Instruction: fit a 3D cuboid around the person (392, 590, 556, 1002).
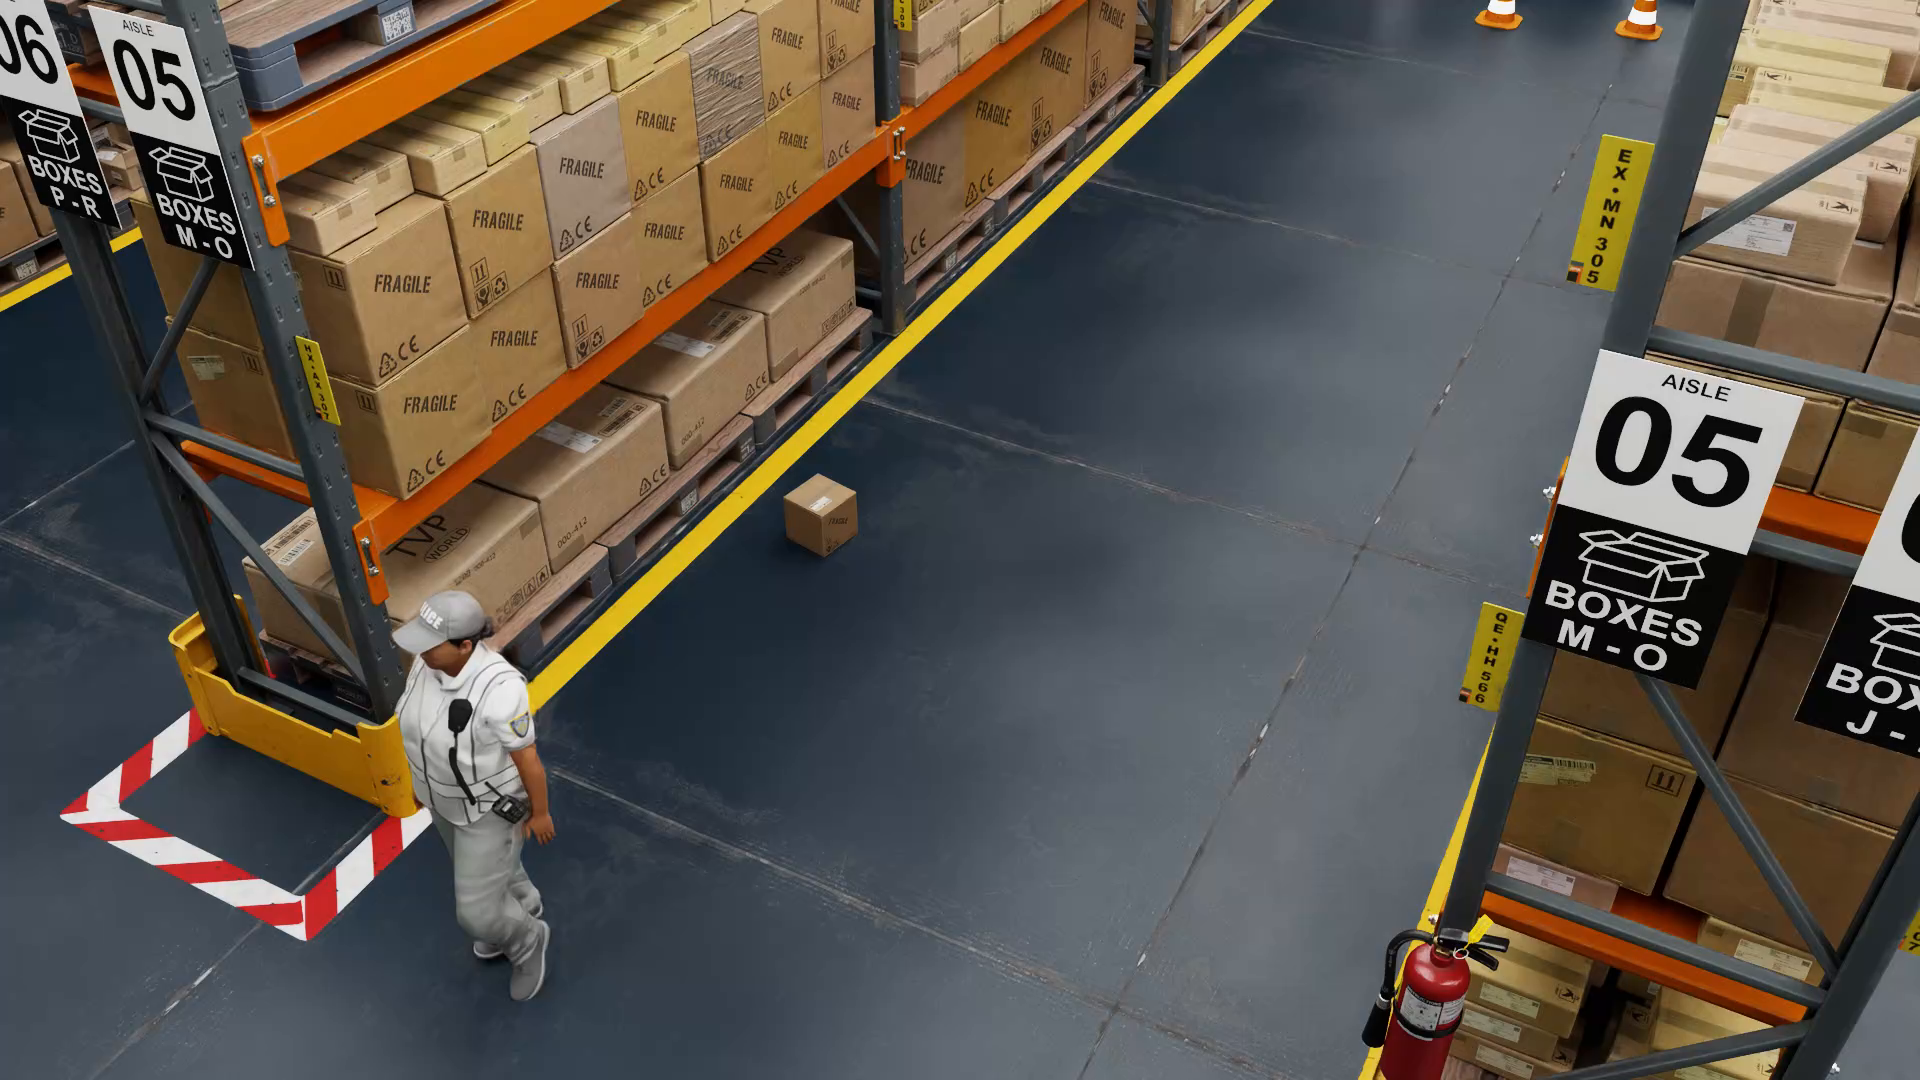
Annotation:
[{"bbox_3d":[-1.654,0.896,5.610,0.530,1.709,0.470,25,44,28],"label":"person"}]
